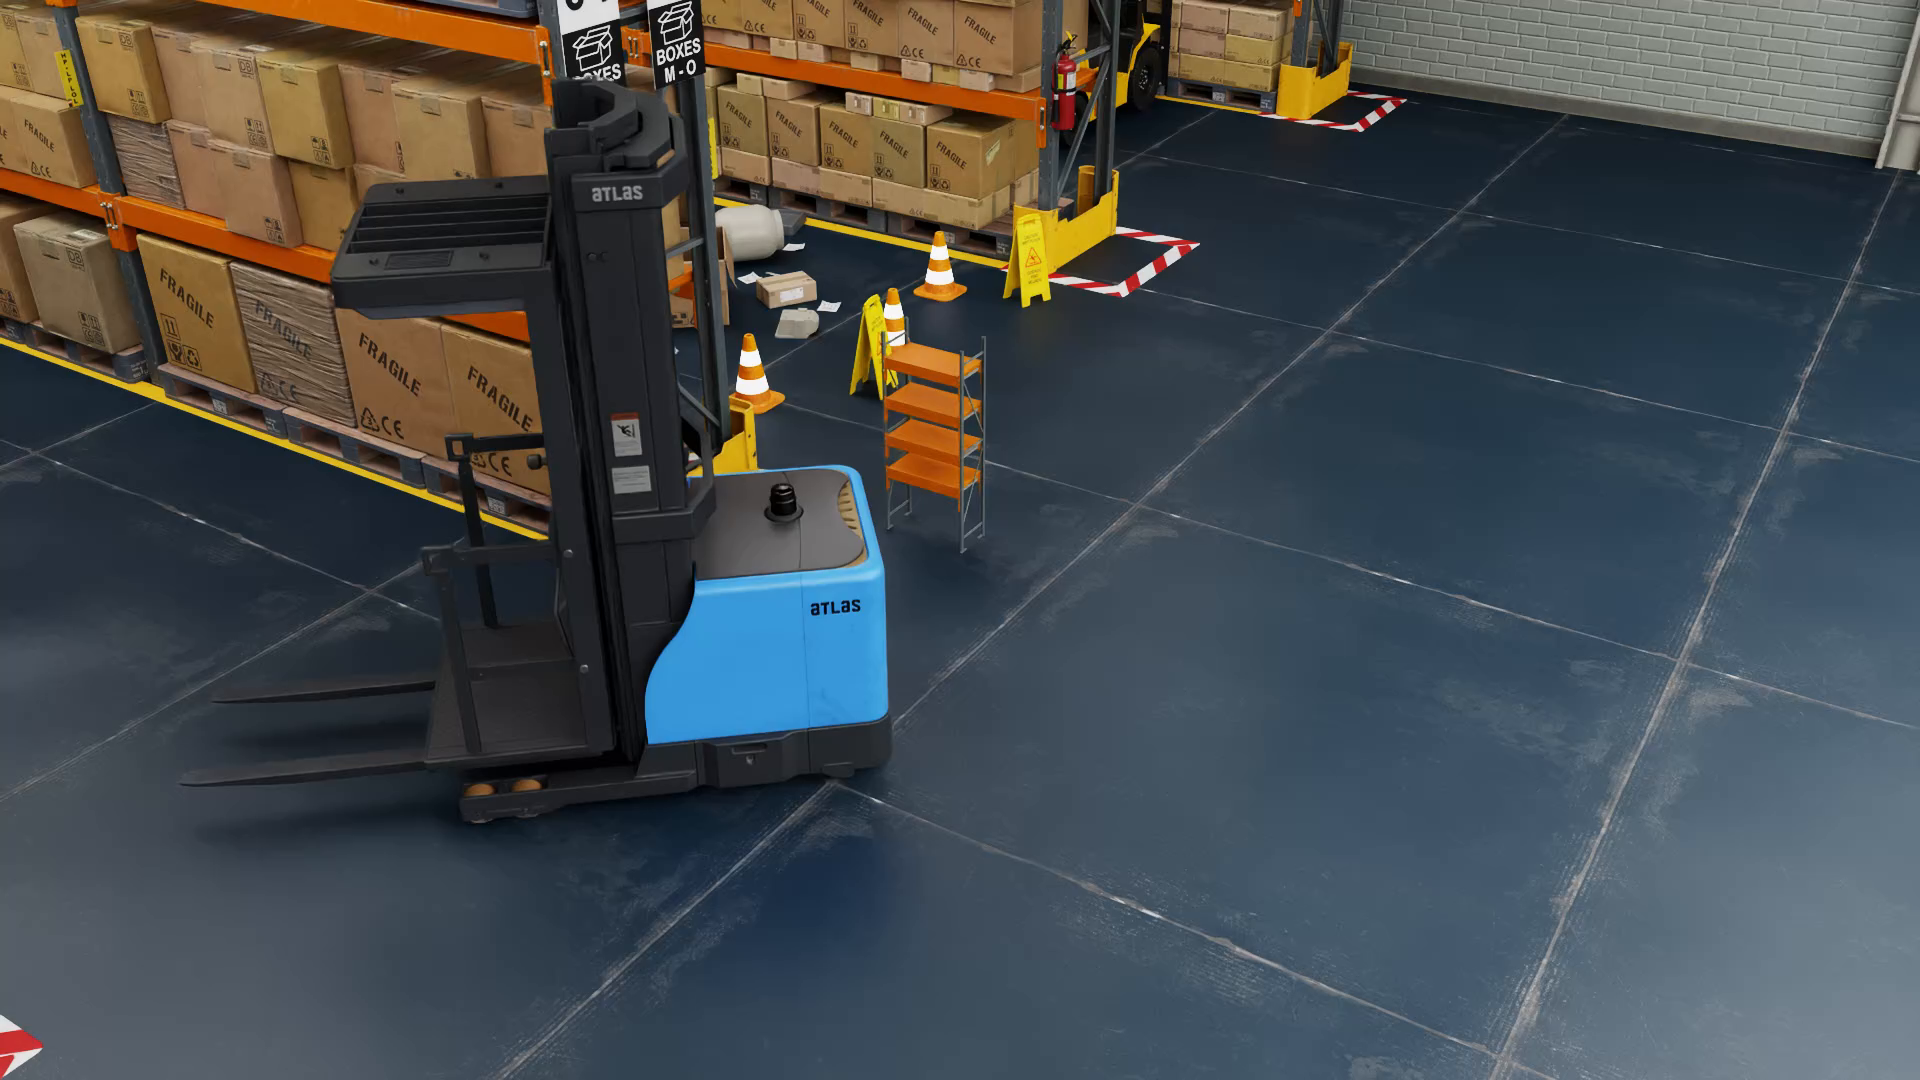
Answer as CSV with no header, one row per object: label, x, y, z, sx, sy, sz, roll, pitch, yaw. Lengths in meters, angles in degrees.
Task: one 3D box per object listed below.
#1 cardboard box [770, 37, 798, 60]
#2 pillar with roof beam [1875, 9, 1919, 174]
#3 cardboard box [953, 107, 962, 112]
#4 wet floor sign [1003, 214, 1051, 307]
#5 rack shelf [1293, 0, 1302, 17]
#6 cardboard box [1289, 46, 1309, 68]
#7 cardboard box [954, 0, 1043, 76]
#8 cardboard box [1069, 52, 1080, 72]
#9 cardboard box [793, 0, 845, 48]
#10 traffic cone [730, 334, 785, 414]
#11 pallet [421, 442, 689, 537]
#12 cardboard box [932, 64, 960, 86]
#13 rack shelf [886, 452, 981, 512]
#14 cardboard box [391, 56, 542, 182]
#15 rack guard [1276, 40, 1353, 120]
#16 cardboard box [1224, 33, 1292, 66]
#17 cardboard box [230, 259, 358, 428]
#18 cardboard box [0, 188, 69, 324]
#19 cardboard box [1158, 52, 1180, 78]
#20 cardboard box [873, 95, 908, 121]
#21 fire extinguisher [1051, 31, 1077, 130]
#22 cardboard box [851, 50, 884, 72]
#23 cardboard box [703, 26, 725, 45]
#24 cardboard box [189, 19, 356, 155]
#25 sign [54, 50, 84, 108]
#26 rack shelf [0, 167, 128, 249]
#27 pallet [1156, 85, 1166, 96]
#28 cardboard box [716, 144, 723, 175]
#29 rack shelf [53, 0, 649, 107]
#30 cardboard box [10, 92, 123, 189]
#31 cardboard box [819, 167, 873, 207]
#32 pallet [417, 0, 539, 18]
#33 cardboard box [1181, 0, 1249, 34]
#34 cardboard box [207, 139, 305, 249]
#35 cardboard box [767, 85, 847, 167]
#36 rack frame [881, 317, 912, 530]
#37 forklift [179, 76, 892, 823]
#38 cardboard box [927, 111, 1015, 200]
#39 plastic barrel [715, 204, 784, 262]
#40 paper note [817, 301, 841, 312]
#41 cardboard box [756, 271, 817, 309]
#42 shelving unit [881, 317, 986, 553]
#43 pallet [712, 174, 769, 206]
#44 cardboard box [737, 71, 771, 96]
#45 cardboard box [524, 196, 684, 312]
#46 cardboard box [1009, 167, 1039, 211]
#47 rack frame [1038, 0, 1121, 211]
cardboard box,-1.311,-3.984,13.352,0.250,0.149,0.380,18,35,28
pillar with roof beam,6.221,-5.426,9.621,0.400,9.000,9.100,18,35,27
cardboard box,-0.099,-3.385,13.644,0.500,0.500,0.500,16,34,26
wet floor sign,0.494,-2.065,12.149,0.267,0.644,0.232,-21,36,-32
rack shelf,1.844,-5.934,17.158,4.000,0.370,1.077,18,35,27
cardboard box,3.226,-4.917,17.014,0.500,0.250,0.500,18,35,28
cardboard box,0.296,-3.789,12.373,0.500,0.500,0.500,17,34,26
cardboard box,0.725,-3.660,12.796,0.250,0.149,0.380,18,35,28
cardboard box,-0.967,-4.204,13.085,0.500,0.500,0.500,18,35,28
traffic cone,-1.338,-1.102,10.680,0.334,0.463,0.336,18,35,27
pallet,-2.362,-0.426,9.770,1.213,0.211,1.003,18,35,27
cardboard box,-0.007,-3.588,12.672,0.250,0.149,0.380,17,34,27
rack shelf,-0.140,-0.333,9.158,0.480,0.148,0.258,18,35,27
cardboard box,-2.452,-2.204,8.832,0.550,0.550,0.875,18,35,27
rack guard,3.558,-4.622,16.677,0.348,0.500,1.175,18,35,27
cardboard box,2.960,-4.915,16.514,0.500,0.250,0.500,17,34,27
cardboard box,-3.771,-1.346,10.273,0.875,0.875,0.875,18,35,28
cardboard box,-6.420,-2.119,11.720,0.750,0.750,1.050,18,35,27
cardboard box,2.137,-4.968,17.102,0.500,0.250,0.500,18,35,28
cardboard box,-0.473,-3.429,13.074,0.250,0.149,0.380,18,35,28
fire extinguisher,0.754,-3.328,12.055,0.183,0.674,0.296,18,35,27
cardboard box,-0.649,-3.802,13.040,0.250,0.149,0.380,17,34,27
cardboard box,-1.906,-4.227,13.768,0.250,0.149,0.380,17,34,27
cardboard box,-3.825,-2.638,9.574,0.550,0.550,0.875,18,35,27
sign,-5.312,-2.753,9.921,0.005,0.325,0.100,18,35,27
rack shelf,-6.725,-2.746,11.694,4.000,0.370,1.077,18,35,27
pallet,1.839,-5.018,17.643,1.213,0.211,1.003,18,35,27
cardboard box,-2.129,-3.381,14.381,0.500,0.250,0.500,16,34,25
rack shelf,-3.338,-2.970,9.101,4.000,0.370,1.077,18,35,27
cardboard box,-5.616,-2.590,10.613,0.500,0.500,0.500,17,34,27
cardboard box,-0.806,-2.964,13.667,0.500,0.250,0.500,16,34,26
pallet,-2.277,-2.901,8.357,1.213,0.211,1.003,18,35,27
cardboard box,2.547,-5.259,16.607,0.500,0.250,0.500,18,35,28
cardboard box,-3.840,-2.159,9.826,0.550,0.550,0.875,18,35,27
cardboard box,-1.231,-3.427,13.715,0.500,0.500,0.500,20,36,30
rack frame,-0.347,-0.628,9.136,0.015,1.200,0.240,18,35,27
forklift,-1.870,-0.336,6.917,3.031,2.935,1.130,-5,31,-8
cardboard box,0.085,-3.010,13.001,0.500,0.500,0.500,18,35,28
plastic barrel,-1.652,-2.383,12.915,0.512,0.421,0.421,-9,32,-15
paper note,-0.956,-1.710,12.151,0.142,0.019,0.148,6,31,10
cardboard box,-1.281,-1.846,12.268,0.380,0.149,0.250,-15,33,-24
shelving unit,-0.140,-0.563,9.024,0.503,1.200,0.258,18,35,27
pallet,-1.898,-3.291,14.682,1.213,0.211,1.003,18,35,27
cardboard box,-1.619,-3.789,13.692,0.250,0.149,0.380,19,35,29
cardboard box,-1.982,-1.594,8.857,0.550,0.550,0.875,18,35,27
cardboard box,0.366,-2.917,13.585,0.500,0.250,0.500,17,34,27
rack frame,0.902,-3.589,12.425,0.127,3.000,1.000,18,35,27
